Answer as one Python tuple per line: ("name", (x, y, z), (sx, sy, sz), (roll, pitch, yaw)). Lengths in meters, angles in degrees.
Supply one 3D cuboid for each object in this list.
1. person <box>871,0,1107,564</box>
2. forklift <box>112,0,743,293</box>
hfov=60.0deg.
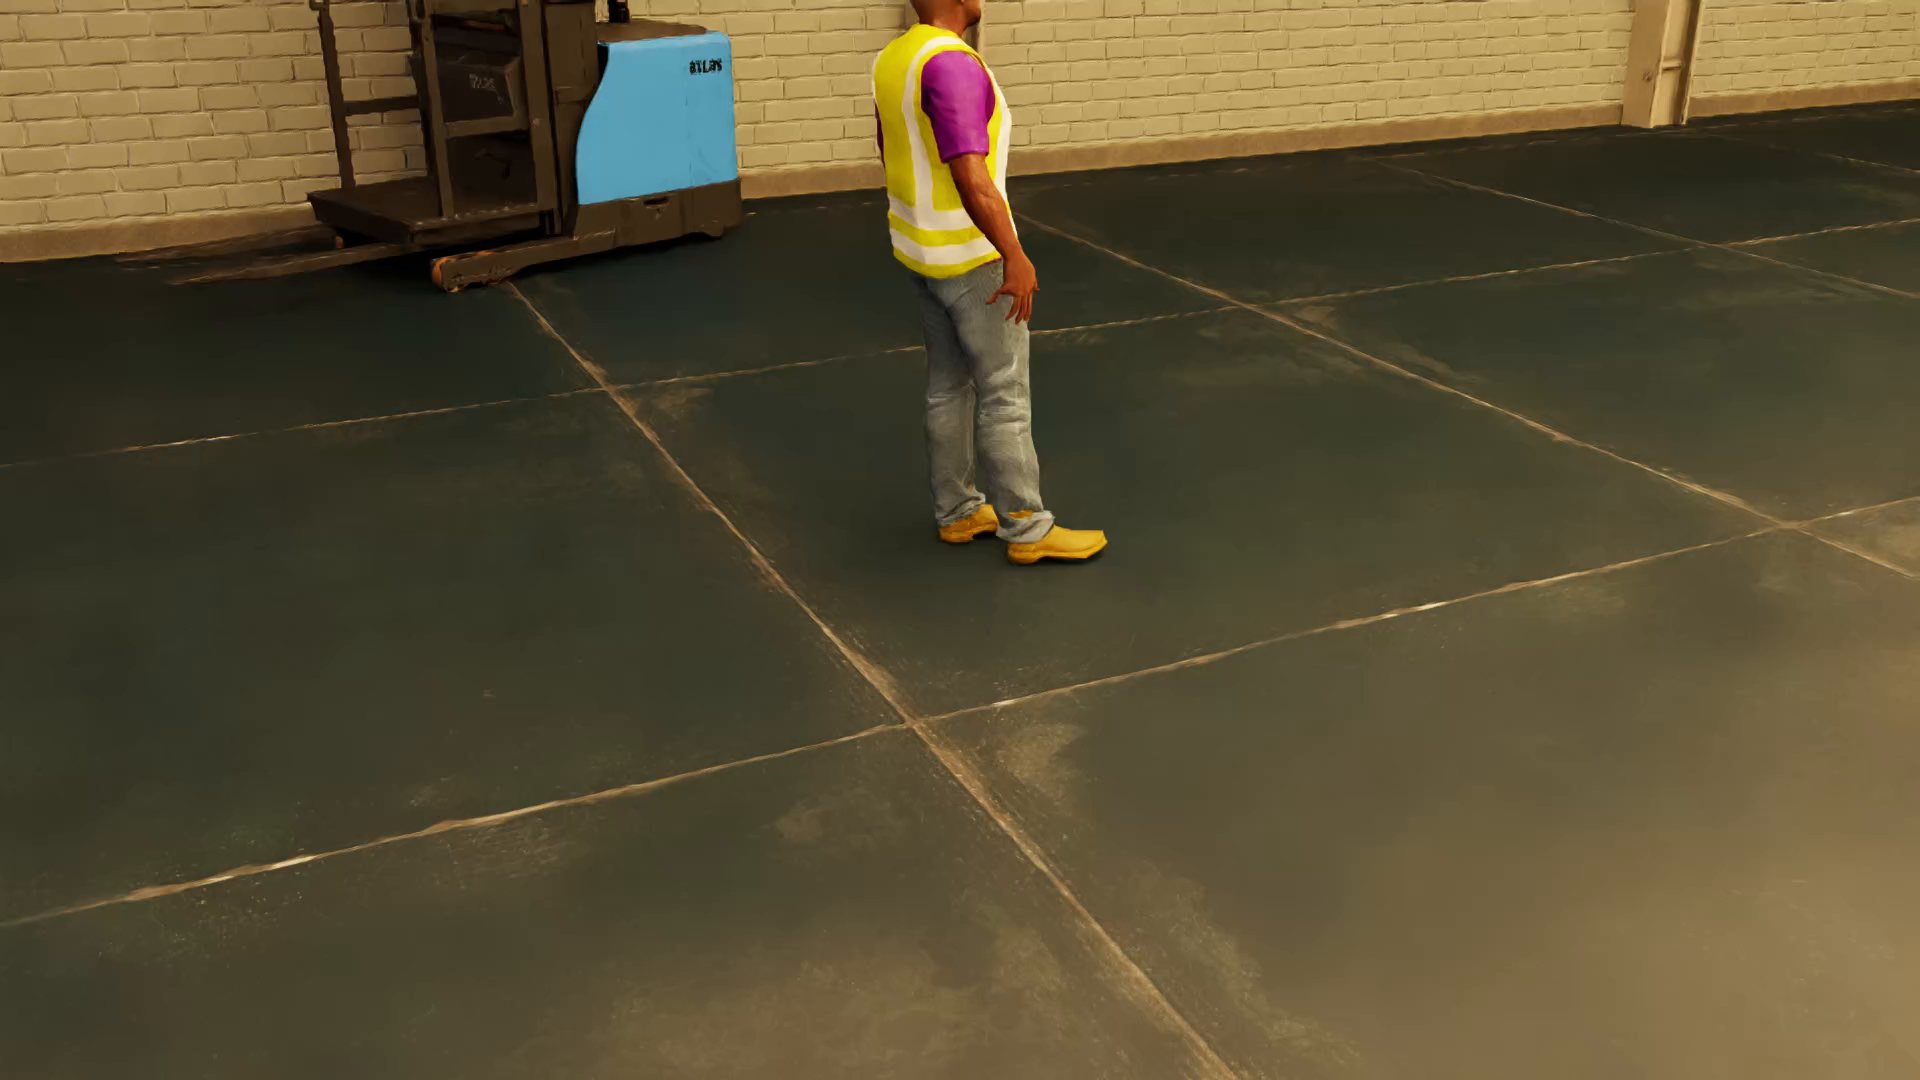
("person", (0.065, -0.831, 4.788), (0.576, 1.766, 0.665), (-10, 25, -23))
("forklift", (-2.587, -2.759, 7.926), (1.130, 2.935, 3.031), (21, 30, 41))
